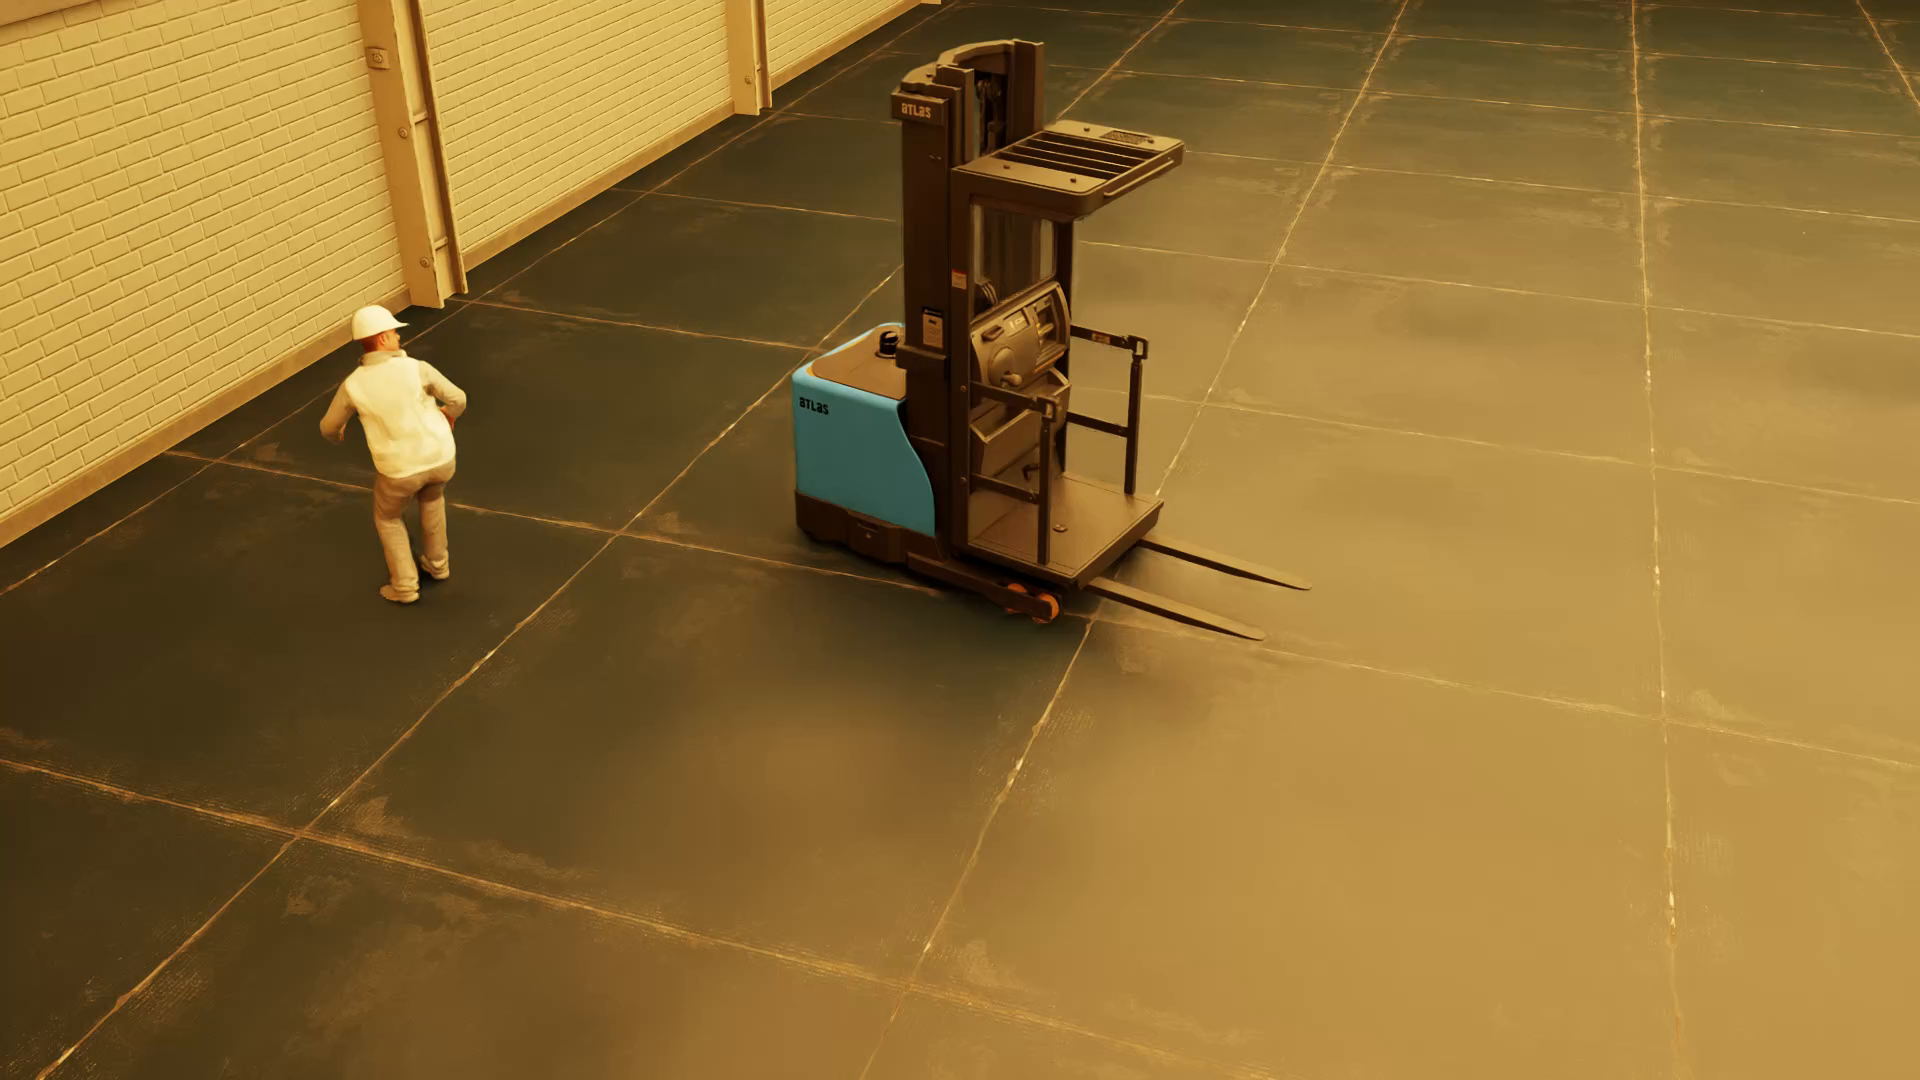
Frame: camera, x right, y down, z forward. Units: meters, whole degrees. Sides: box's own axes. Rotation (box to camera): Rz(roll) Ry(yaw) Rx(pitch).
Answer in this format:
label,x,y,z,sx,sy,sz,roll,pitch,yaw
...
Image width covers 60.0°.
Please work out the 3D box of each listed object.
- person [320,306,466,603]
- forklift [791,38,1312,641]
label,x,y,z,sx,sy,sz,roll,pitch,yaw
person,-3.133,-0.494,9.285,0.765,1.721,0.666,-17,34,-27
forklift,0.509,-1.107,9.078,3.031,2.935,1.130,18,34,29
